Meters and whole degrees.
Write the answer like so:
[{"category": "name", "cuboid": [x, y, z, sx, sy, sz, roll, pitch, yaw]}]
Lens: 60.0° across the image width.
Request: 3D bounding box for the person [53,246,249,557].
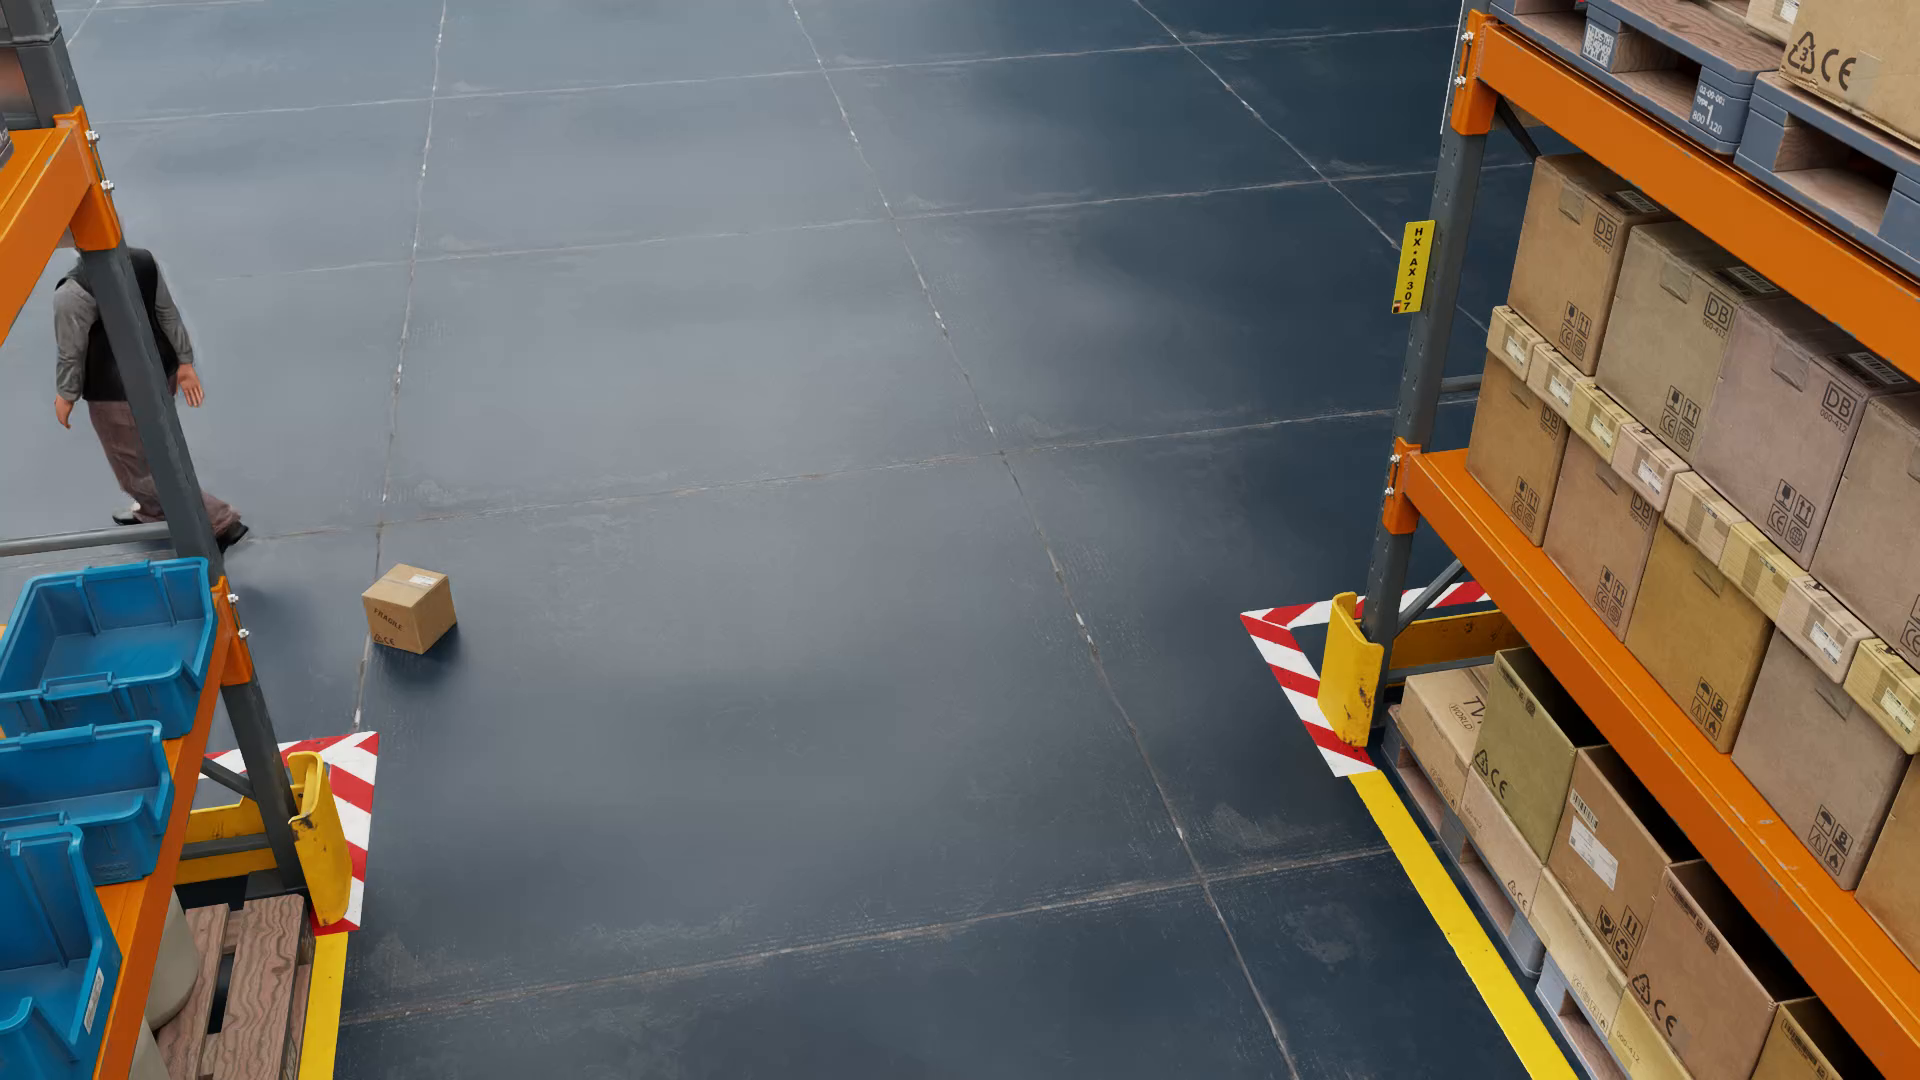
[{"category": "person", "cuboid": [-3.534, -0.662, 7.127, 0.902, 1.689, 0.537, 9, 35, 13]}]
